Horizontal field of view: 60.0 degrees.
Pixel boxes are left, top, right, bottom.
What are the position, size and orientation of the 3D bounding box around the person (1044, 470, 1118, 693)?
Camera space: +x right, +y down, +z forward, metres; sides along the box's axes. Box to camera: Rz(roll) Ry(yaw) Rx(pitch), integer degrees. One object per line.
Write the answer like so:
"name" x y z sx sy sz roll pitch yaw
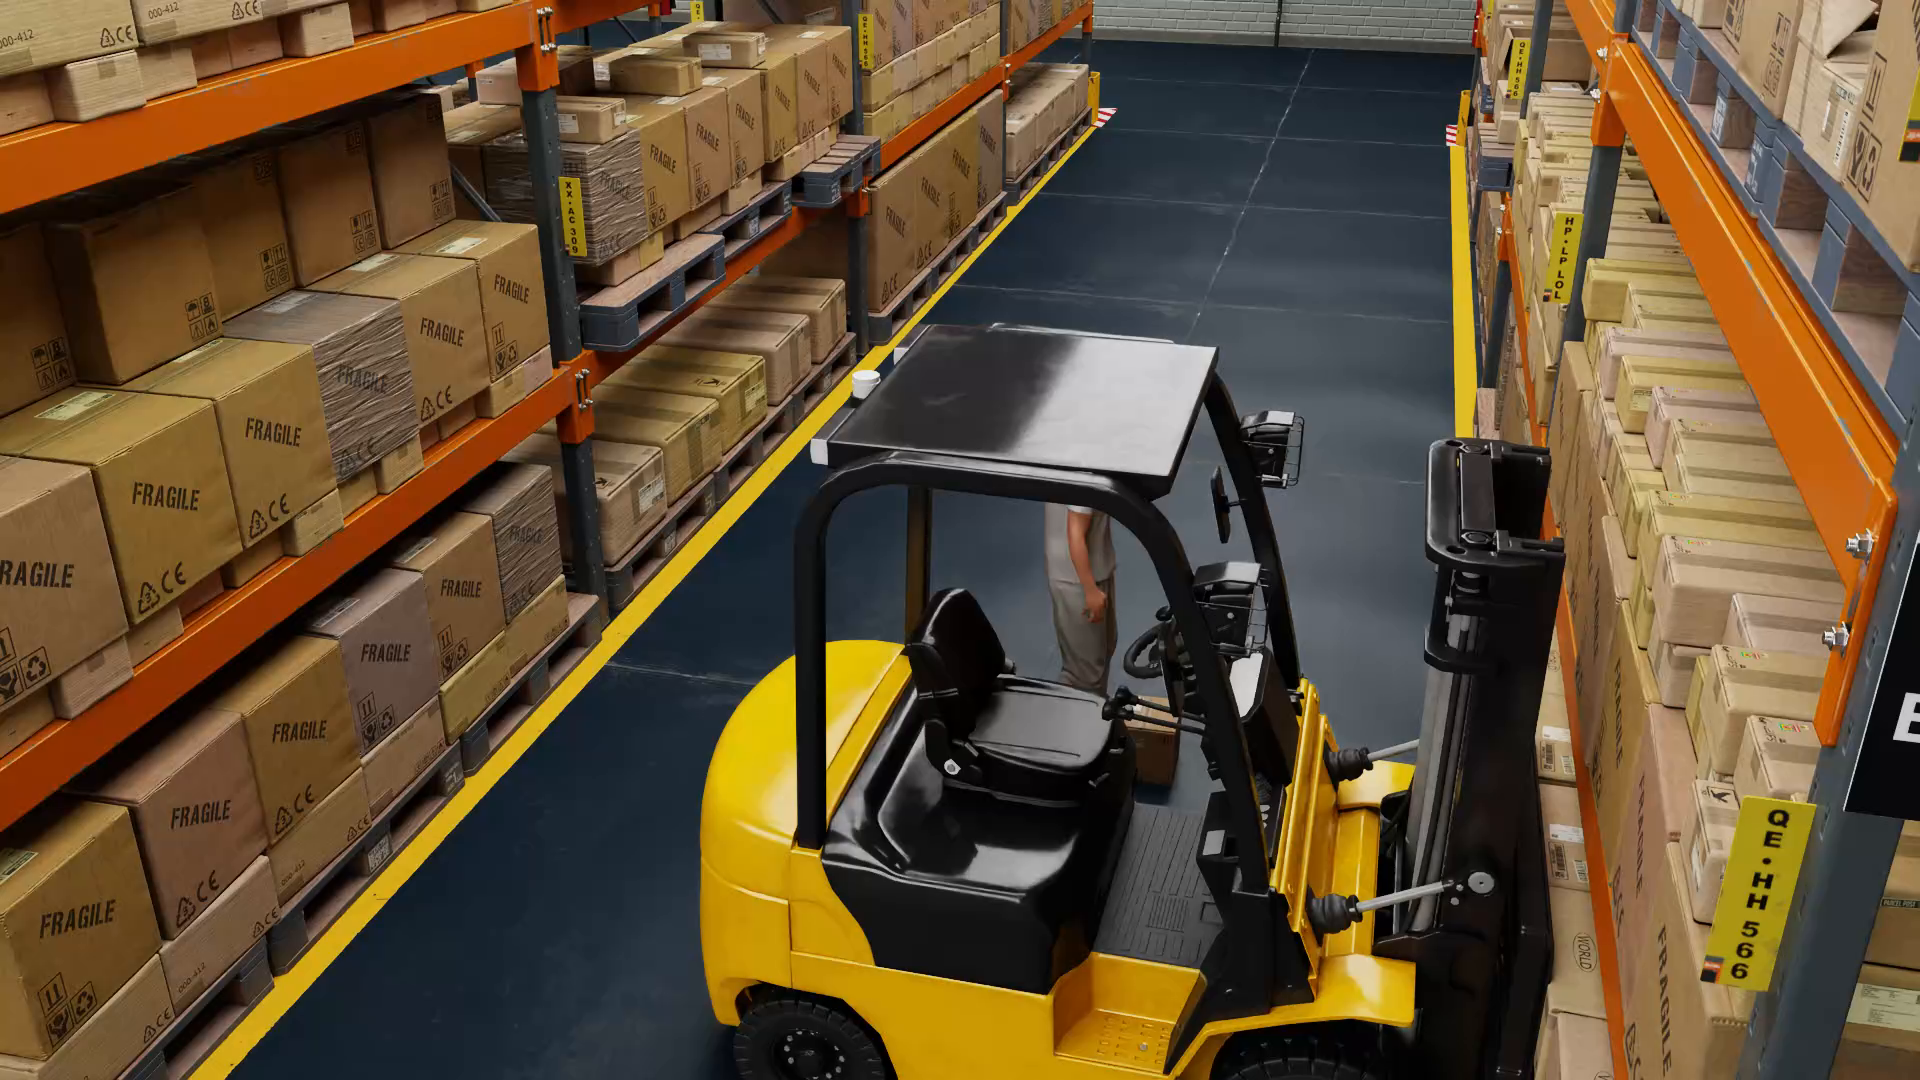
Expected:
"person" 0.499 0.125 6.351 0.354 1.670 0.513 5 26 11
